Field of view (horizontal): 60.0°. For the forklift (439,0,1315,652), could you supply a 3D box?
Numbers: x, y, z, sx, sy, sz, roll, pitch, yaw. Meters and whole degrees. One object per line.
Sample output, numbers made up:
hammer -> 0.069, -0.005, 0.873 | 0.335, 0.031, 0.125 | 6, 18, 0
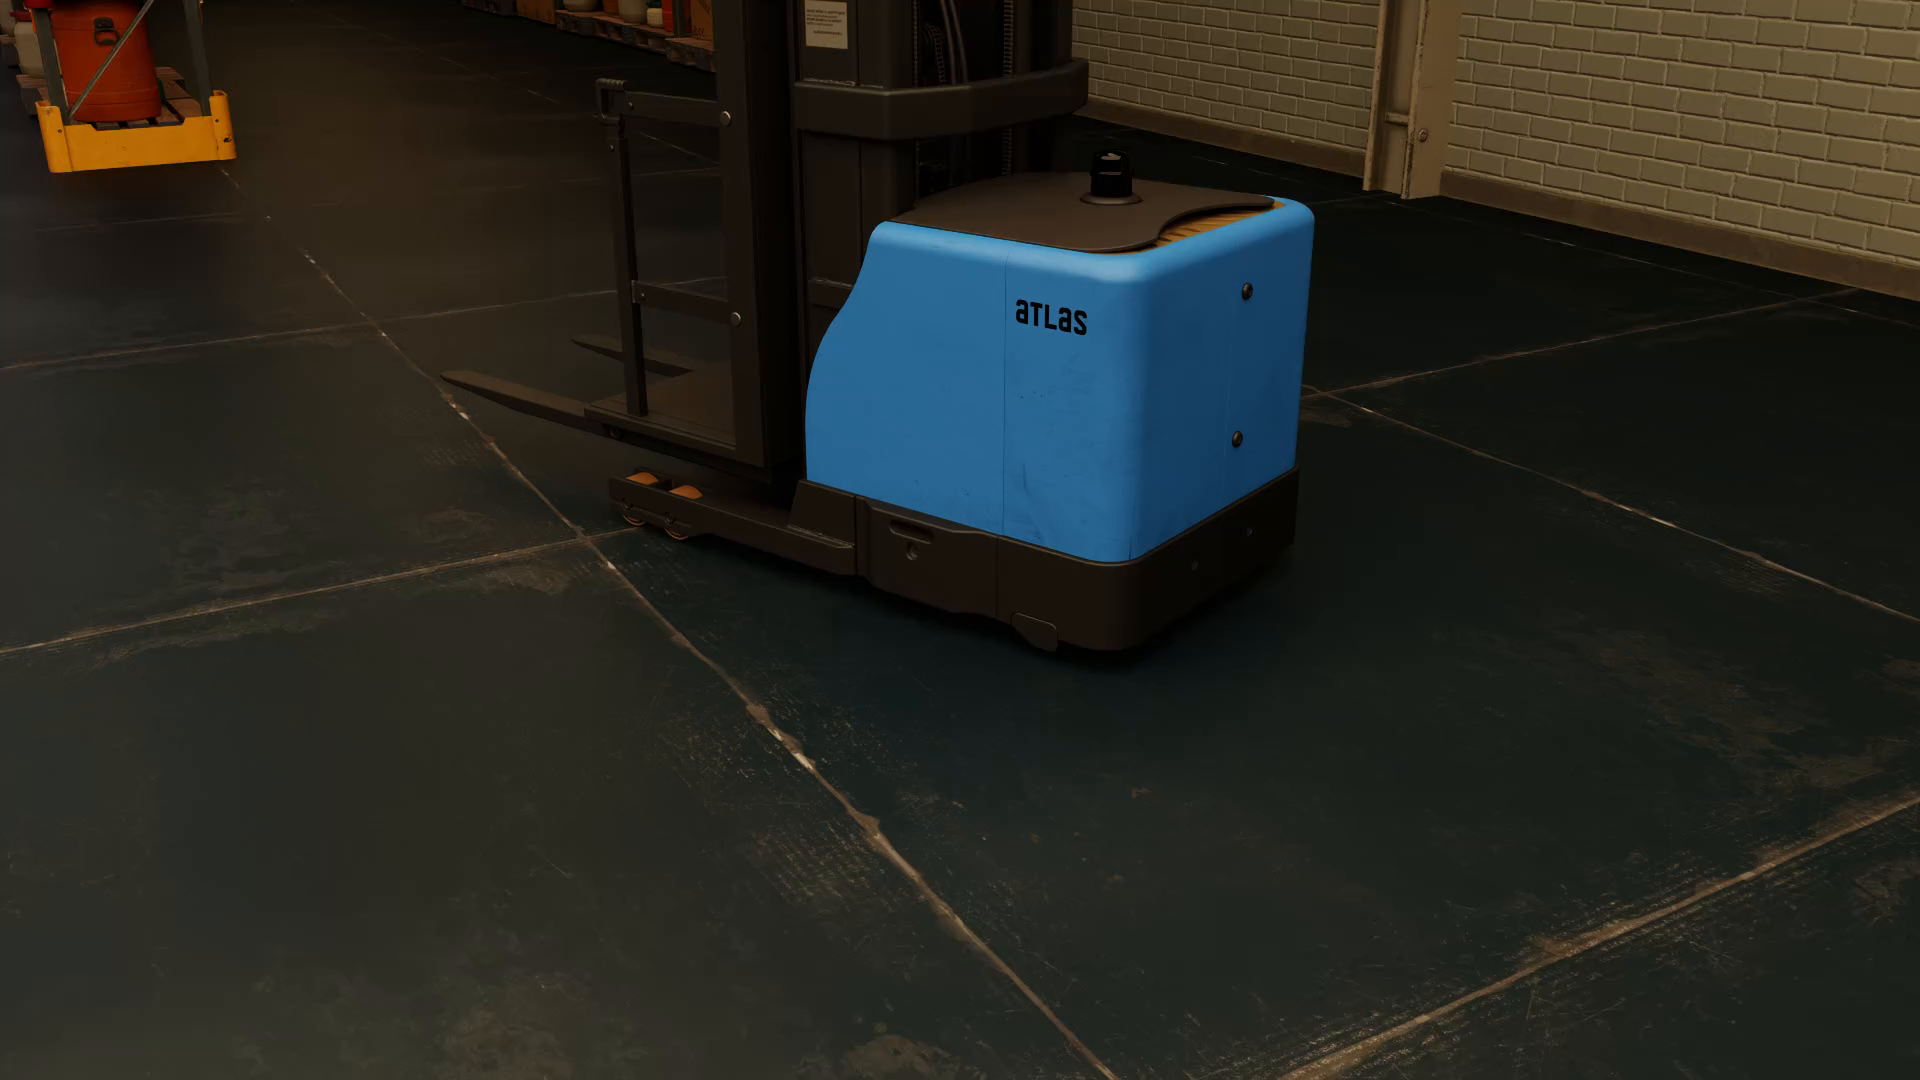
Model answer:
forklift -> -0.481, -1.497, 4.922 | 3.031, 2.935, 1.130 | 16, 27, 34
